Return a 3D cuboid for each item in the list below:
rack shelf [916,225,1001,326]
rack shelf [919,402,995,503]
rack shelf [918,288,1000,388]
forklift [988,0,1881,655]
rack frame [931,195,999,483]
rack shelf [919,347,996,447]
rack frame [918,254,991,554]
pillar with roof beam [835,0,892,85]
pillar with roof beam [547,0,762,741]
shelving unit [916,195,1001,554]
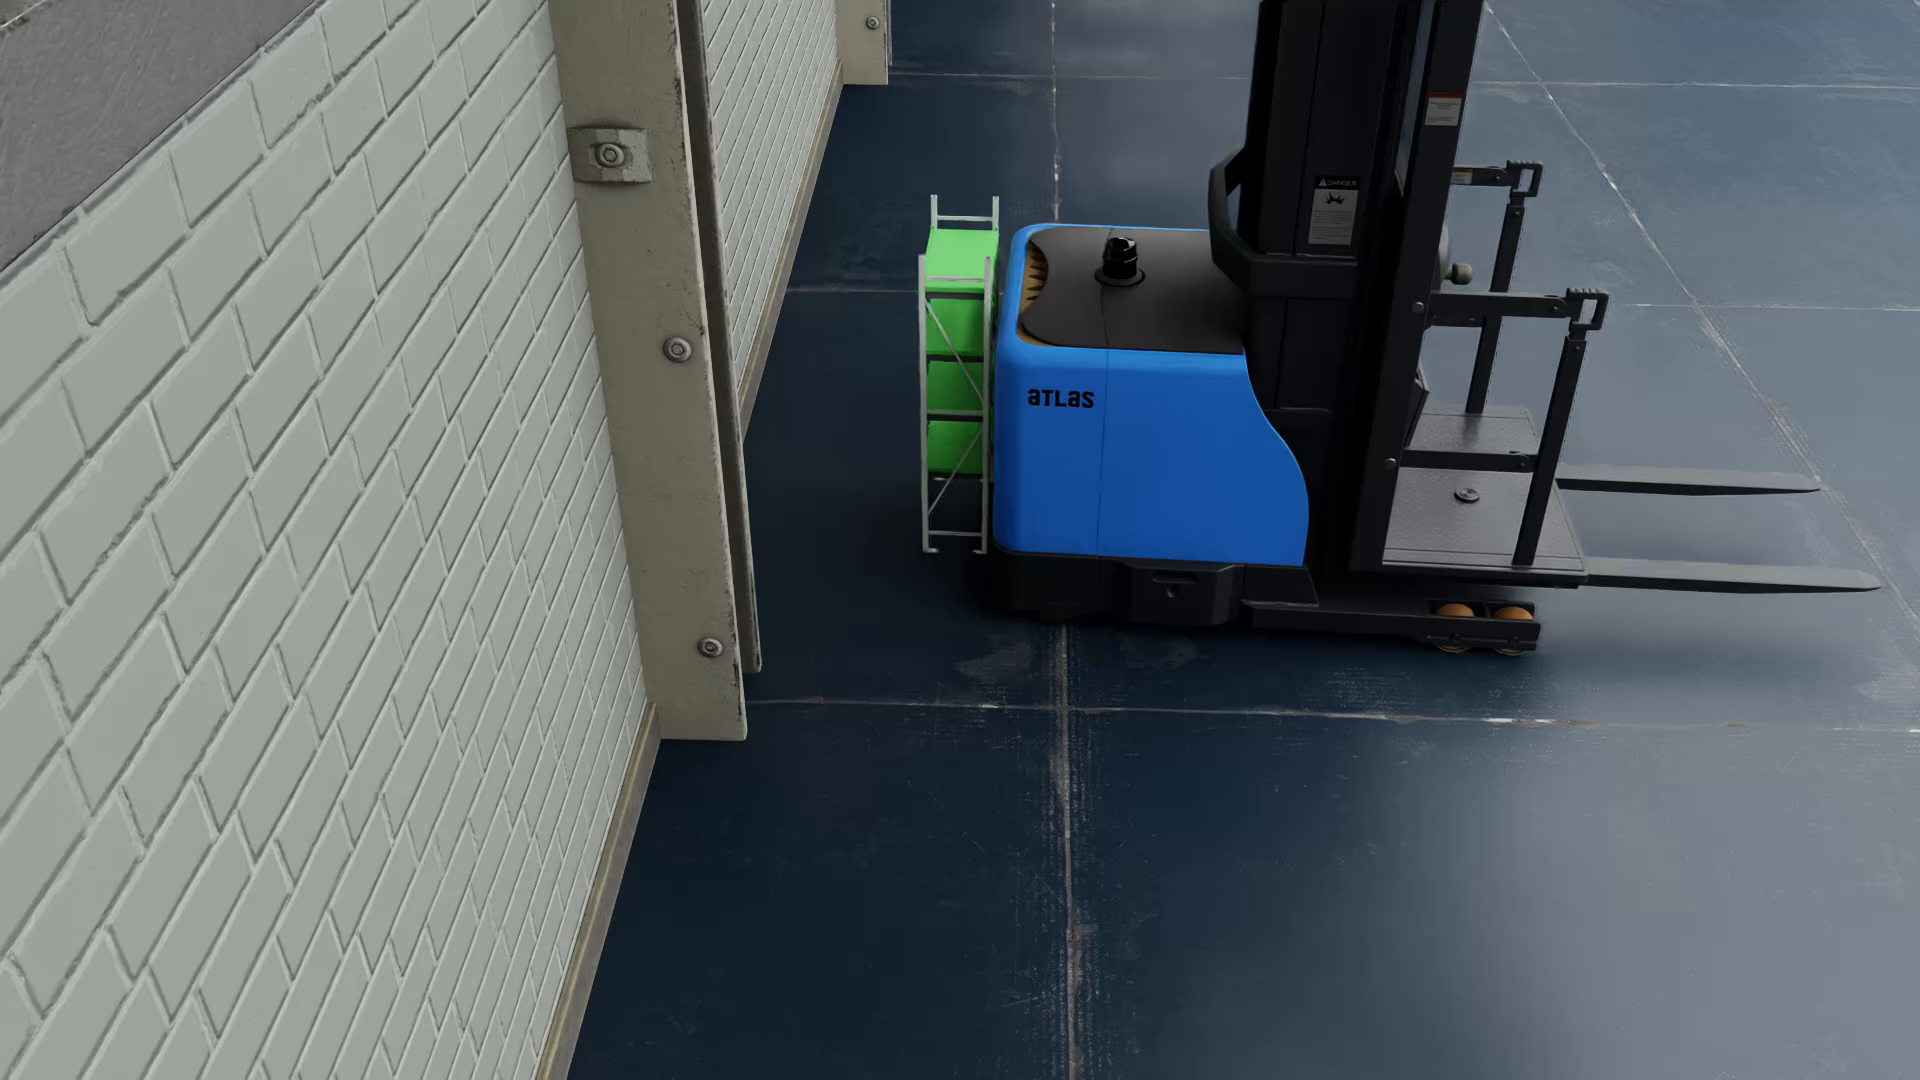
[{"bbox_3d":[0.000,-0.927,5.802,0.258,0.148,0.480,2,35,3],"label":"rack shelf"},{"bbox_3d":[0.000,-0.338,6.216,0.258,0.148,0.480,2,35,3],"label":"rack shelf"},{"bbox_3d":[0.000,-0.731,5.940,0.258,0.148,0.480,2,35,3],"label":"rack shelf"},{"bbox_3d":[1.647,-1.125,5.302,3.031,2.935,1.130,3,35,4],"label":"forklift"},{"bbox_3d":[0.017,-0.726,6.240,0.240,1.200,0.015,2,35,3],"label":"rack frame"},{"bbox_3d":[0.000,-0.534,6.078,0.258,0.148,0.480,2,35,3],"label":"rack shelf"},{"bbox_3d":[-0.018,-0.447,5.842,0.240,1.200,0.015,2,35,3],"label":"rack frame"},{"bbox_3d":[3.706,-6.504,7.678,9.100,9.000,0.400,1,35,2],"label":"pillar with roof beam"},{"bbox_3d":[3.465,-3.056,2.773,9.100,9.000,0.400,1,35,2],"label":"pillar with roof beam"},{"bbox_3d":[0.000,-0.587,6.041,0.258,1.200,0.503,2,35,3],"label":"shelving unit"}]
